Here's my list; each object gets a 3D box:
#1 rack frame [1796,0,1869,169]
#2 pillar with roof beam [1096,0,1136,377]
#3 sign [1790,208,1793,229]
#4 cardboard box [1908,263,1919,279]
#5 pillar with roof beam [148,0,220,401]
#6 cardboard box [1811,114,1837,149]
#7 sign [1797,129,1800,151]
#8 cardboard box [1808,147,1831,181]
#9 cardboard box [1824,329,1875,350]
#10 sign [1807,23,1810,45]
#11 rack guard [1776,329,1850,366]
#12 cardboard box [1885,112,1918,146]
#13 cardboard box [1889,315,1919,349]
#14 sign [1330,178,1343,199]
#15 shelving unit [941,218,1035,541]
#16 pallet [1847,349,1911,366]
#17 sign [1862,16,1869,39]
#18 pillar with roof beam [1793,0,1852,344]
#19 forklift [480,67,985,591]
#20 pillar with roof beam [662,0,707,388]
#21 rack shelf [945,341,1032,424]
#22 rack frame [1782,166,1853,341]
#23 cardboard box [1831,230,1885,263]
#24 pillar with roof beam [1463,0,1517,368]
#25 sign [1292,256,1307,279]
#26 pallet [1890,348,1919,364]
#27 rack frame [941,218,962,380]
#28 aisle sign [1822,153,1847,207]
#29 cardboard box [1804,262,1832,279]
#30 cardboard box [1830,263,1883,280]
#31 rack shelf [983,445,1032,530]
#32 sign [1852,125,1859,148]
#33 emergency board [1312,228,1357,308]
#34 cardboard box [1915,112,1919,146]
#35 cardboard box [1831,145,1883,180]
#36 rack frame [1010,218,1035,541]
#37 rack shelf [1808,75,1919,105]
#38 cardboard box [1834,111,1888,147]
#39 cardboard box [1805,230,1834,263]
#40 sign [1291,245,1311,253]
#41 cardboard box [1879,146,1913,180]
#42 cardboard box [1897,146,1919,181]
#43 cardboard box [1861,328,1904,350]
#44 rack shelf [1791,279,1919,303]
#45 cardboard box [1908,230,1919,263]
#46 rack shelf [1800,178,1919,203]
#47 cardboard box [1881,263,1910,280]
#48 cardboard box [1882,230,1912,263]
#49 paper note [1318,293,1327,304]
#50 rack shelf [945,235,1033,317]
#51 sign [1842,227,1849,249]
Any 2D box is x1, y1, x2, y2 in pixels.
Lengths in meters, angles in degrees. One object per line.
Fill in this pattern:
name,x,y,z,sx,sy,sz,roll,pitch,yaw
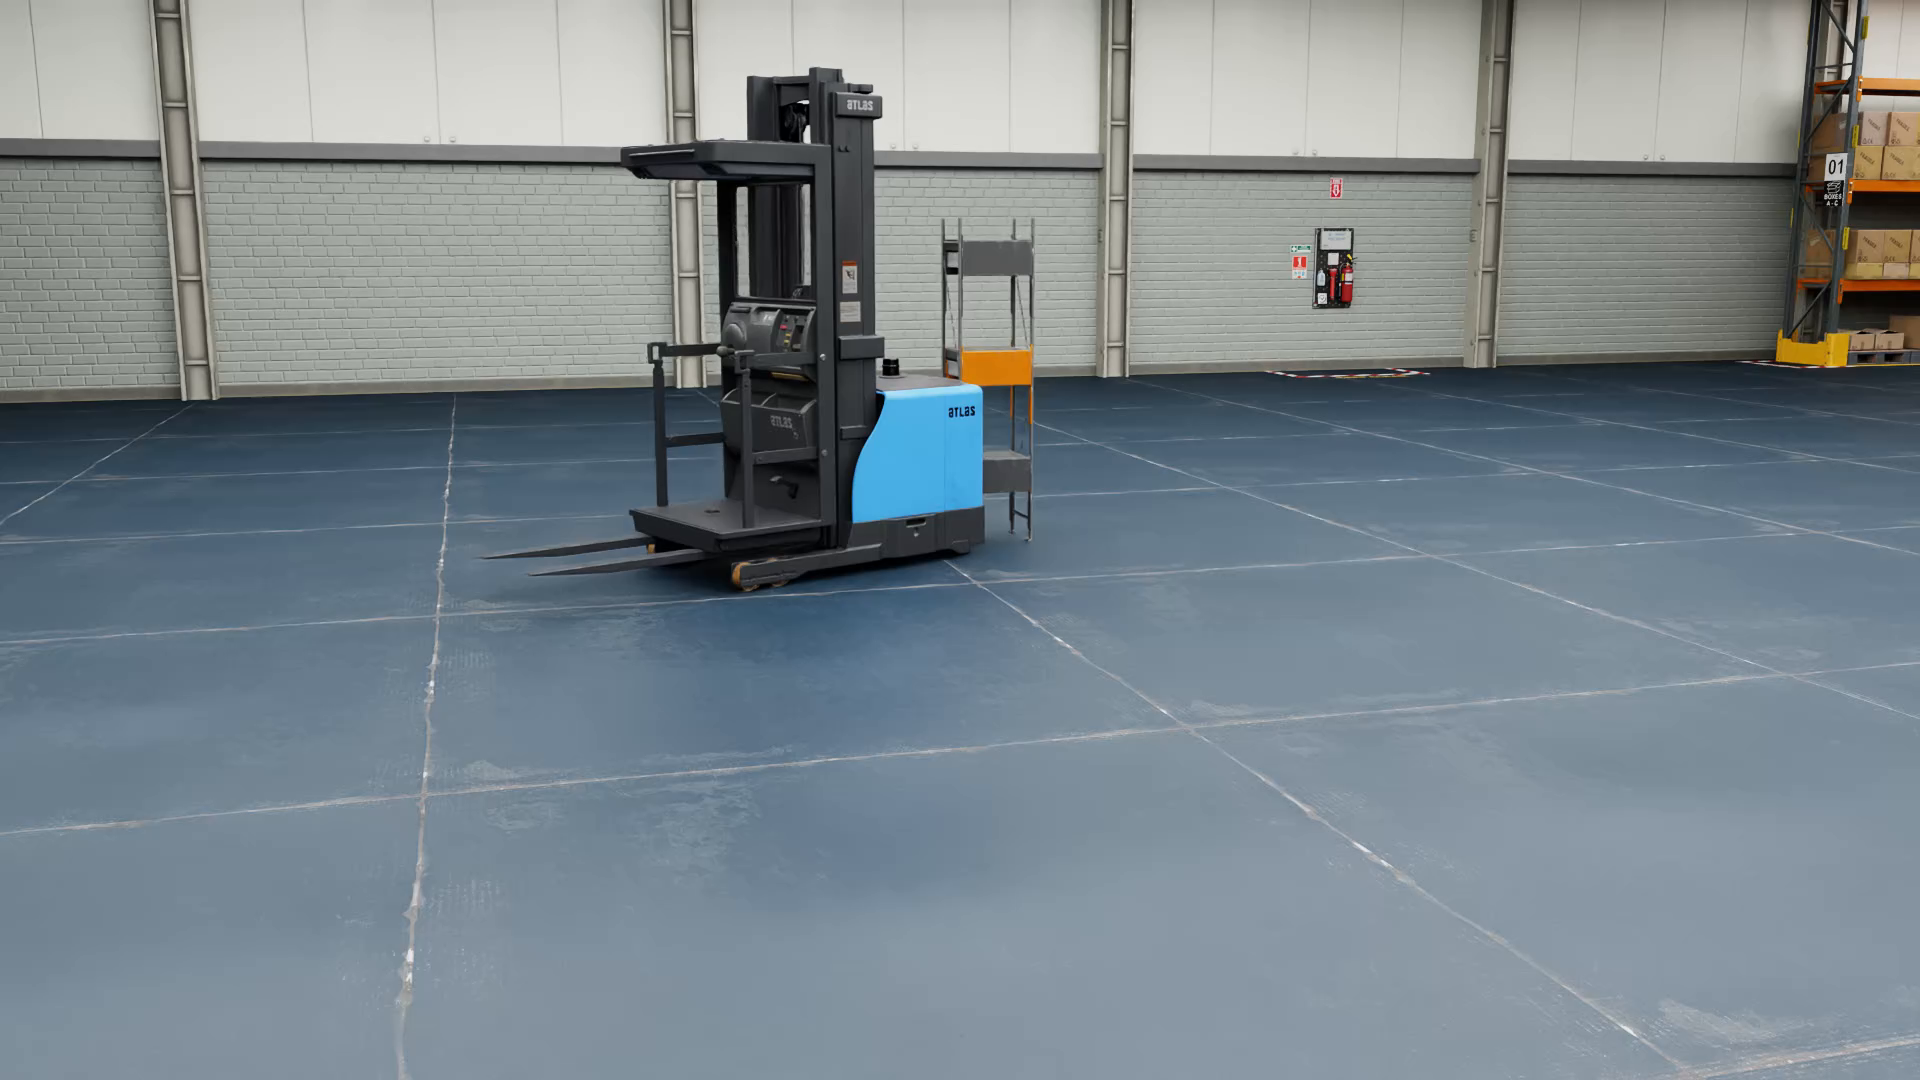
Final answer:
rack frame,13.268,-7.190,25.249,0.127,3.000,1.000,-3,11,-16
pillar with roof beam,3.380,-6.020,18.895,0.400,9.000,9.100,-3,11,-16
sign,13.132,-5.062,26.189,0.005,0.325,0.100,-3,11,-16
cardboard box,14.810,-4.199,25.929,0.500,0.250,0.500,-3,11,-17
pillar with roof beam,-8.142,-5.413,15.596,0.400,9.000,9.100,-3,11,-16
cardboard box,13.609,-6.333,25.785,0.500,0.500,0.500,-3,11,-13
sign,13.132,-6.248,25.970,0.005,0.325,0.100,-3,11,-16
cardboard box,13.598,-5.839,25.864,0.500,0.500,0.500,-2,11,-12
cardboard box,13.957,-3.153,26.101,0.500,0.311,0.500,-4,11,-22
sign,13.132,-7.825,25.680,0.005,0.325,0.100,-3,11,-16
rack guard,13.341,-3.014,26.040,0.348,0.500,1.175,-3,11,-16
cardboard box,14.201,-6.260,25.386,0.500,0.500,0.500,-3,11,-17
cardboard box,15.223,-3.304,26.395,0.500,0.500,0.700,-4,11,-20
sign,5.518,-5.161,24.391,0.199,0.298,0.001,-3,11,-16
shelving unit,0.178,-1.045,10.922,0.503,2.100,0.431,-3,11,-17
pallet,14.131,-2.907,26.256,1.213,0.211,1.003,-3,11,-16
sign,13.419,-7.594,24.645,0.005,0.325,0.100,-3,11,-16
pillar with roof beam,14.901,-6.628,22.193,0.400,9.000,9.100,-3,11,-16
forklift,-1.306,-1.257,9.781,3.031,2.935,1.130,-8,13,-38
pillar with roof beam,-2.381,-5.717,17.246,0.400,9.000,9.100,-3,11,-16
rack shelf,0.178,-1.031,10.924,0.480,0.518,0.431,-3,11,-17
rack frame,13.268,-4.240,25.792,0.127,3.000,1.000,-3,11,-16
cardboard box,13.810,-4.517,25.584,0.500,0.500,0.500,-3,11,-16
pillar with roof beam,9.141,-6.324,20.544,0.400,9.000,9.100,-3,11,-16
sign,4.994,-4.011,24.451,0.234,0.329,0.001,-3,11,-16
pallet,15.300,-2.968,26.588,1.213,0.211,1.003,-3,11,-16
rack frame,-0.054,-1.031,10.850,0.015,2.100,0.400,-3,11,-17
aisle sign,13.283,-5.463,25.254,0.004,0.787,0.394,-3,11,-16
cardboard box,13.662,-4.233,26.116,0.500,0.250,0.500,-3,11,-15
cardboard box,13.825,-4.145,25.639,0.500,0.250,0.500,-3,11,-18
rack shelf,0.178,-0.343,11.051,0.480,0.518,0.431,-3,11,-17
sign,13.420,-6.051,24.929,0.005,0.325,0.100,-3,11,-16
emergency board,5.554,-4.004,24.509,0.643,1.169,0.194,-3,11,-16
cardboard box,14.690,-6.288,25.538,0.500,0.500,0.500,-3,11,-14
cardboard box,13.659,-5.748,25.366,0.500,0.500,0.500,-3,11,-14
rack frame,0.411,-1.058,10.994,0.015,2.100,0.400,-3,11,-17
rack shelf,15.188,-6.936,25.865,4.000,0.370,1.077,-3,11,-16
cardboard box,13.706,-6.243,25.296,0.500,0.500,0.500,-4,11,-20
cardboard box,13.661,-4.606,26.067,0.500,0.500,0.500,-3,11,-17
sign,5.001,-4.270,24.396,0.331,0.109,0.001,-3,11,-16
cardboard box,14.184,-5.769,25.480,0.500,0.500,0.500,-2,11,-12
cardboard box,14.682,-5.796,25.626,0.500,0.500,0.500,-2,11,-13
cardboard box,14.505,-3.182,26.258,0.500,0.311,0.500,-2,11,-11
rack shelf,15.188,-3.987,26.407,4.000,0.370,1.077,-3,11,-16
cardboard box,14.785,-4.565,25.846,0.500,0.500,0.500,-3,11,-18
rack shelf,15.188,-5.462,26.136,4.000,0.370,1.077,-3,11,-16
cardboard box,14.320,-4.174,25.795,0.500,0.250,0.500,-3,11,-18
cardboard box,14.287,-4.540,25.710,0.500,0.500,0.500,-3,11,-16
paper note,5.365,-3.573,24.605,0.142,0.148,0.016,-3,11,-16
rack shelf,0.178,-1.720,10.797,0.480,0.518,0.431,-3,11,-17
sign,13.420,-4.571,25.202,0.005,0.325,0.100,-3,11,-16
